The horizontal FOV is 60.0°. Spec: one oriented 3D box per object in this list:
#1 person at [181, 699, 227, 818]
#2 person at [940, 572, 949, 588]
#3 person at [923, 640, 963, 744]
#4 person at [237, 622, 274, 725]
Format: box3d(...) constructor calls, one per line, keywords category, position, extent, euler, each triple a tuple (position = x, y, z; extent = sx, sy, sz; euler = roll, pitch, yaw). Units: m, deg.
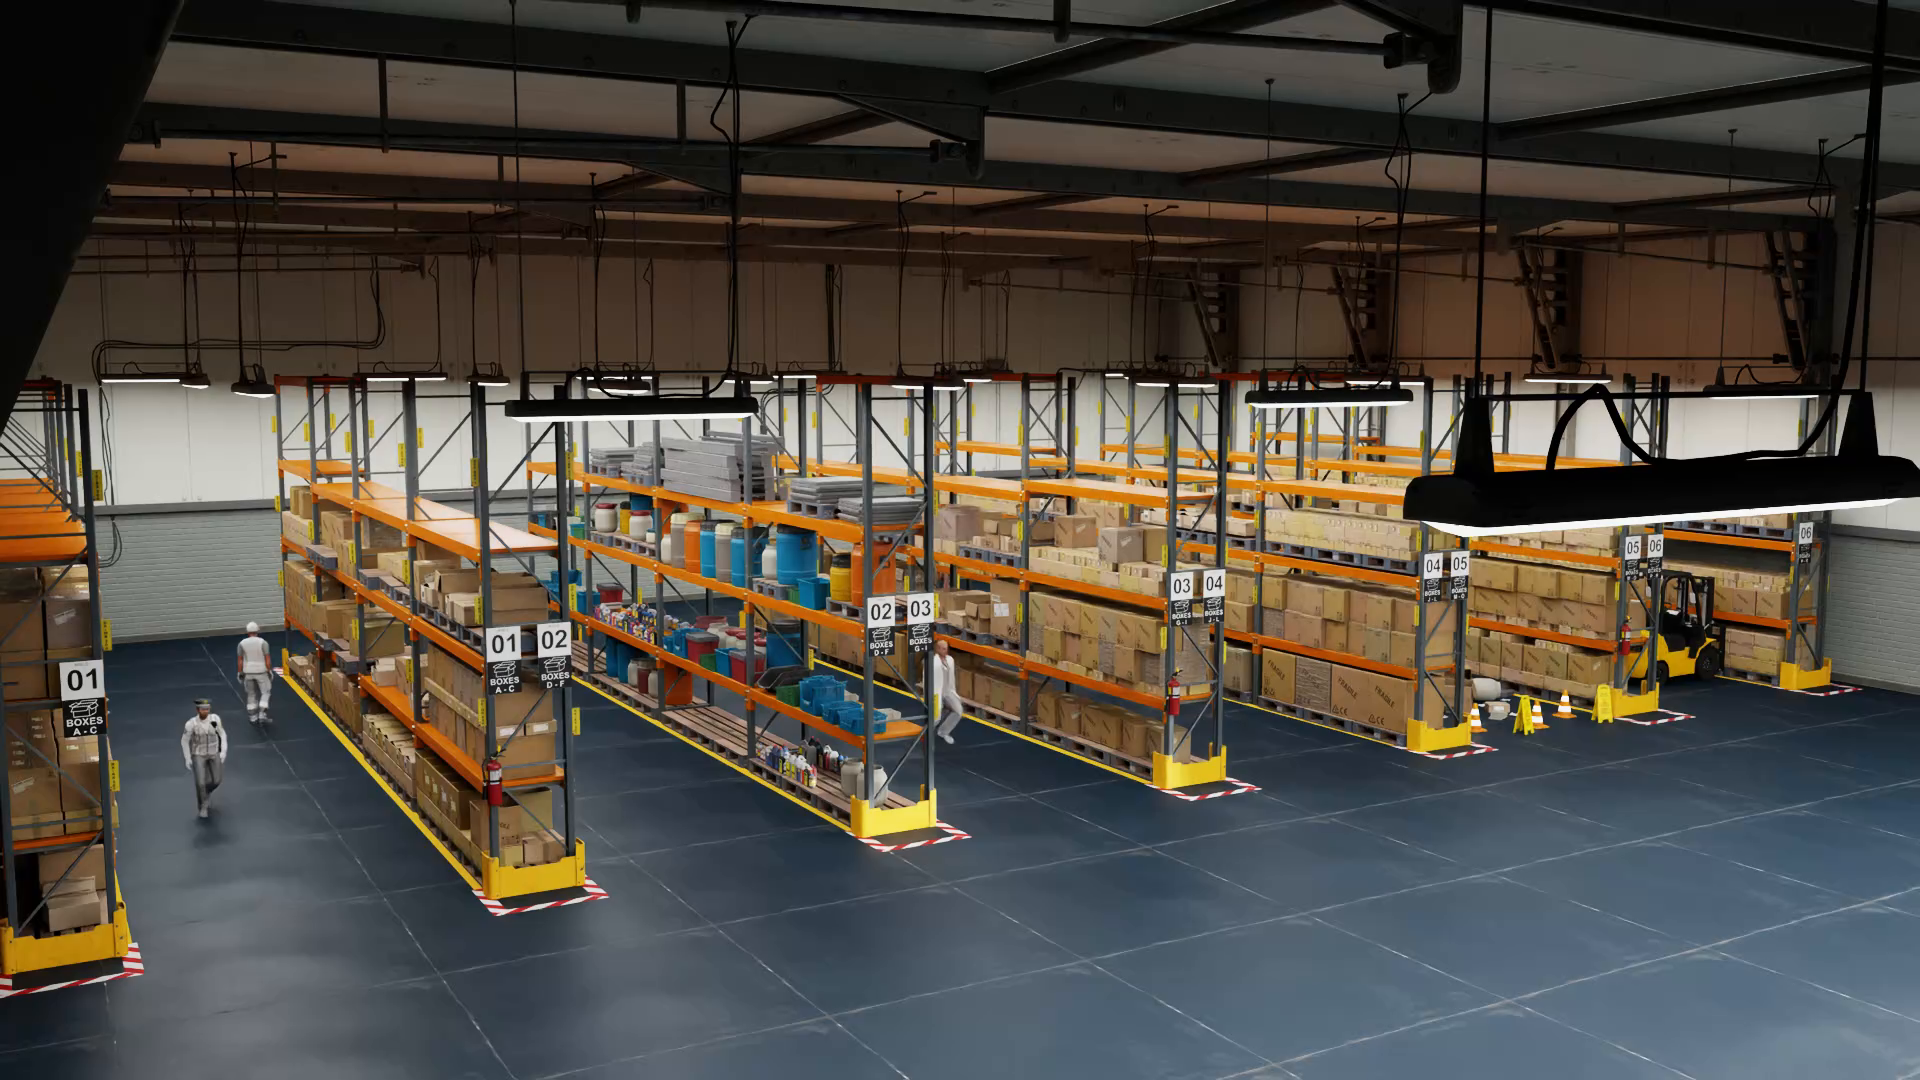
box3d(category="person", position=(-10.519, 2.993, 23.138), extent=(0.583, 1.659, 0.549), euler=(-4, 8, -35))
box3d(category="person", position=(-0.392, 0.606, 44.658), extent=(0.454, 1.654, 0.671), euler=(2, 7, 19))
box3d(category="person", position=(-0.288, 2.404, 26.580), extent=(0.675, 1.606, 0.787), euler=(-4, 8, -36))
box3d(category="person", position=(-12.179, 2.308, 28.729), extent=(0.592, 1.789, 0.520), euler=(-1, 6, -7))
